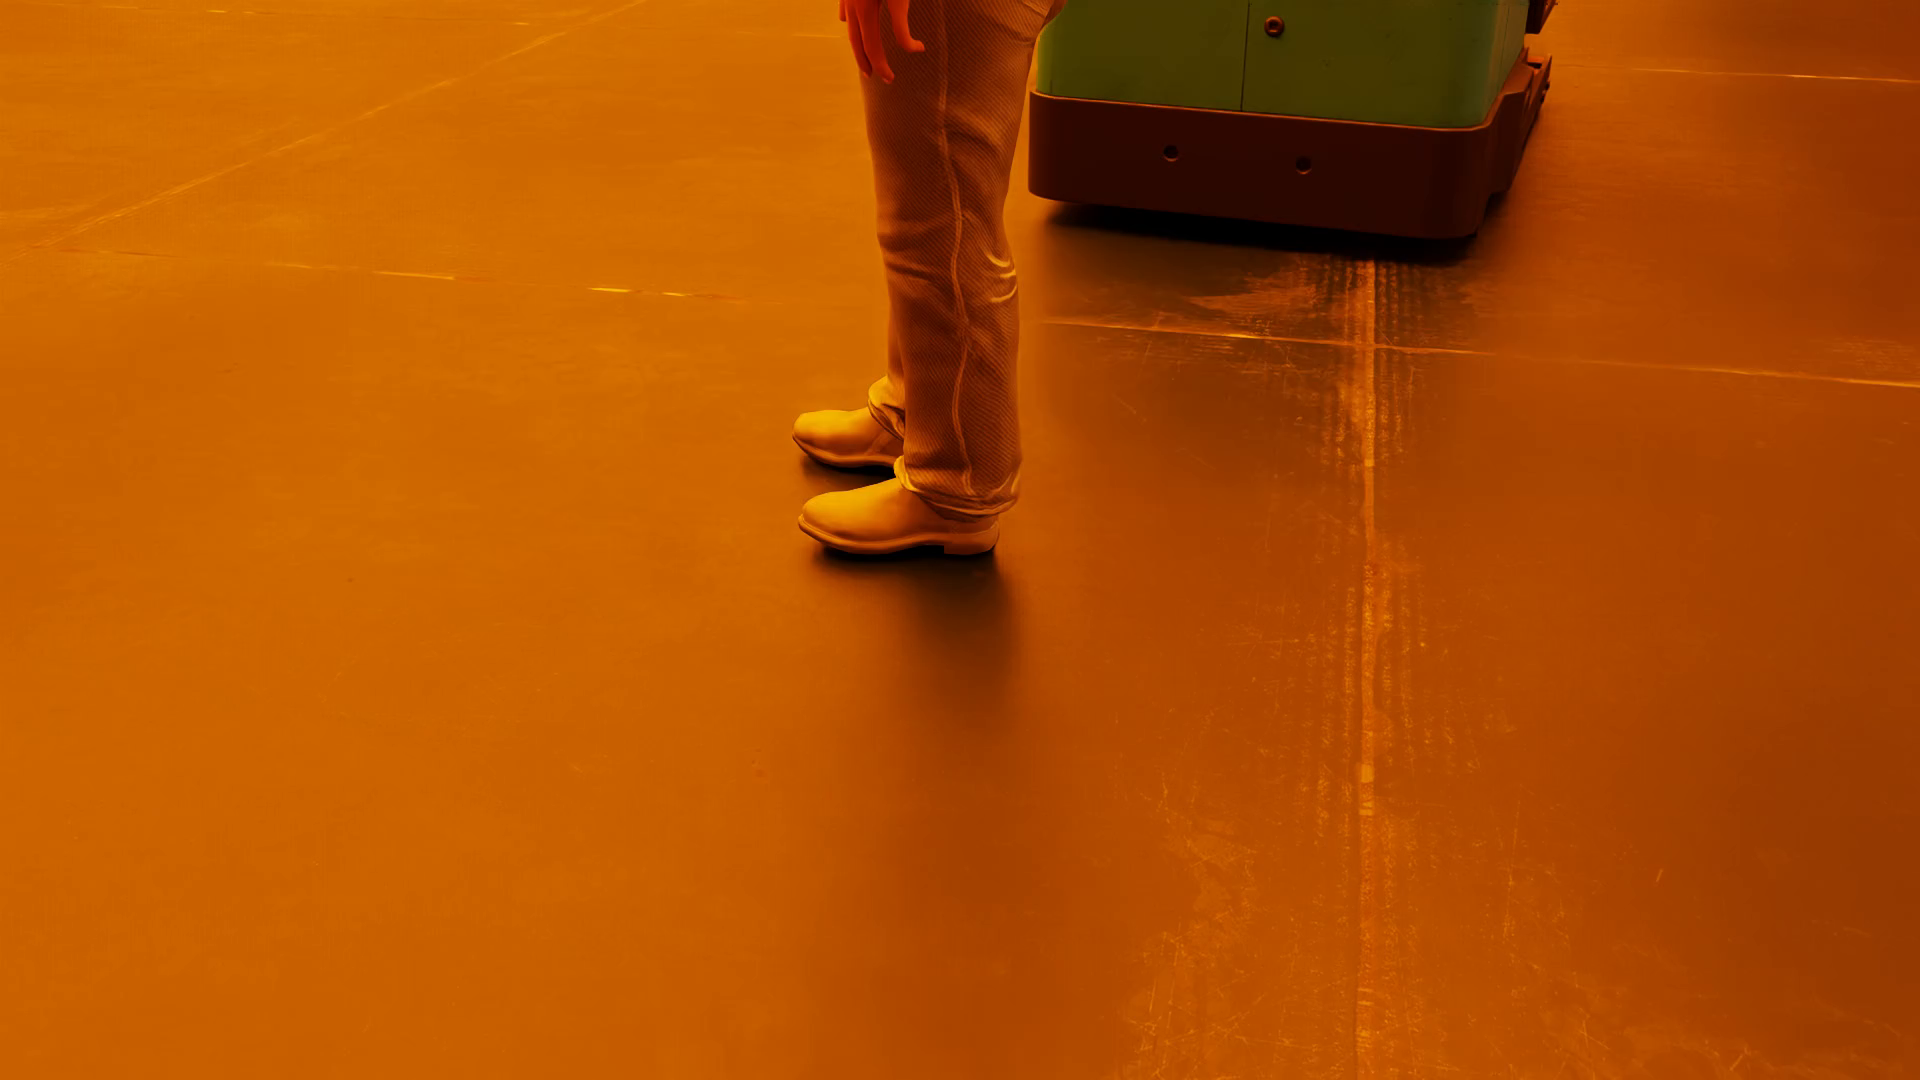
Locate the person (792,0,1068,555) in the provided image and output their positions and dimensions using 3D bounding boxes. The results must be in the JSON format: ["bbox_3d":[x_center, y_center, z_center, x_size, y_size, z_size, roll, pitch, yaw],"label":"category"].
[{"bbox_3d":[-0.058,-0.808,2.116,0.568,1.773,0.632,6,27,11],"label":"person"}]

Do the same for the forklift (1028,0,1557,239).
[{"bbox_3d":[1.180,-2.609,4.418,1.130,2.935,3.031,10,28,19],"label":"forklift"}]
